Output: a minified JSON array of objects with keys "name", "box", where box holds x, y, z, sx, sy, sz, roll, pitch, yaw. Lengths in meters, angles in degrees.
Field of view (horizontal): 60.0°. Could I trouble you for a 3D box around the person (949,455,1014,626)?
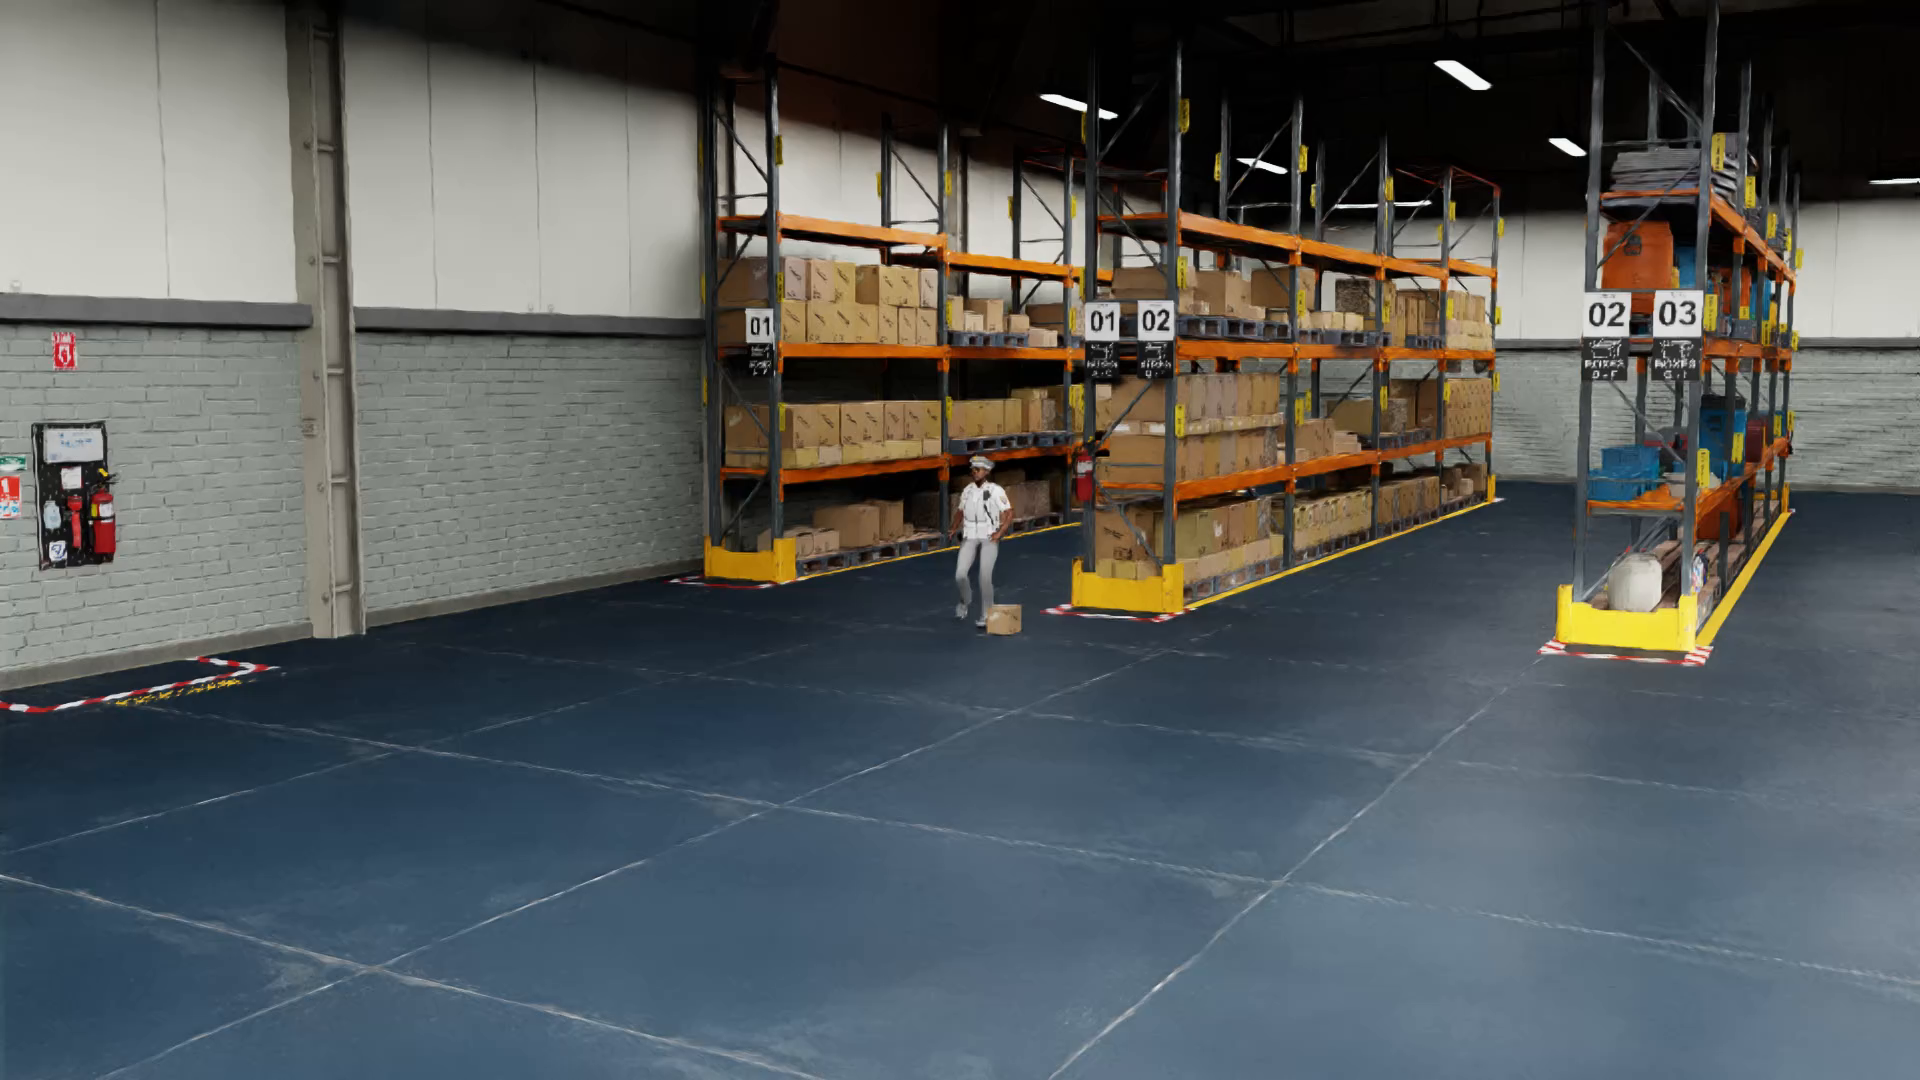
[{"name":"person","box":[0.195,0.008,16.305,0.632,1.669,0.465,2,6,19]}]
